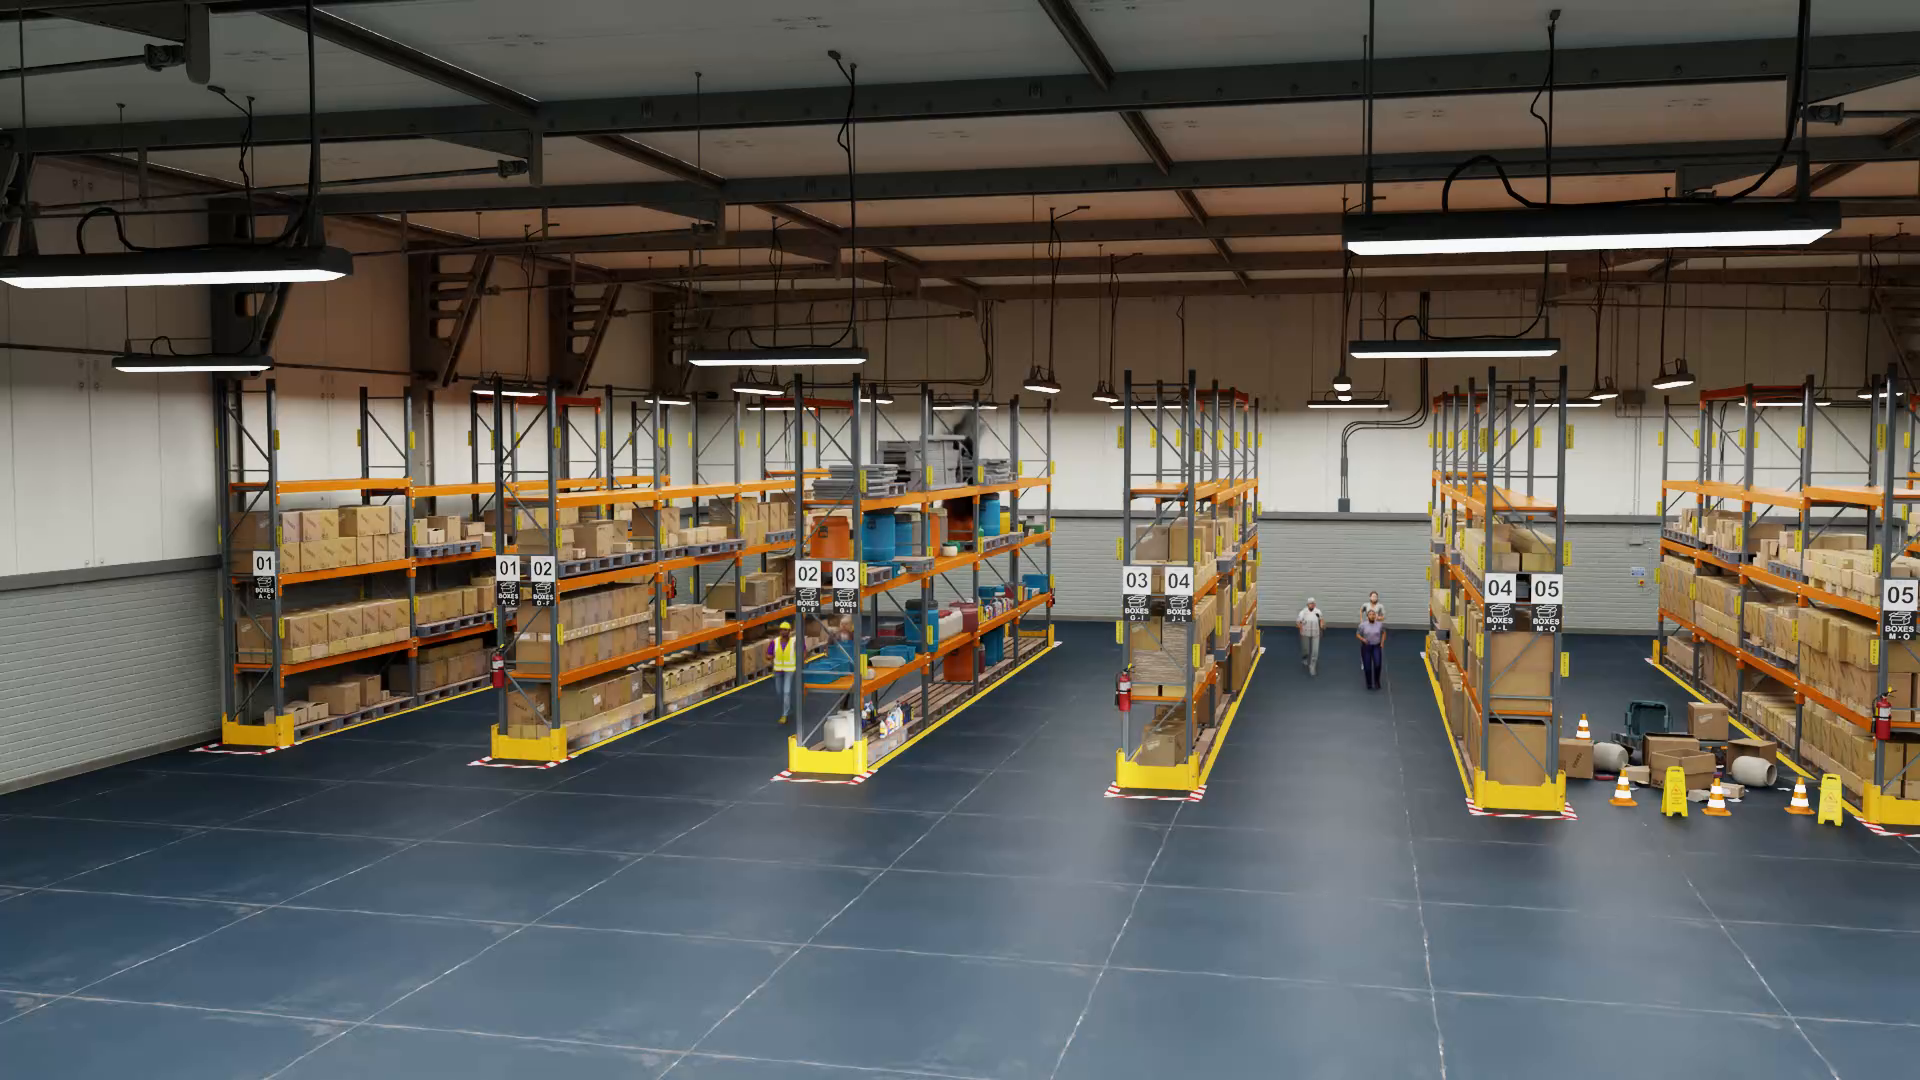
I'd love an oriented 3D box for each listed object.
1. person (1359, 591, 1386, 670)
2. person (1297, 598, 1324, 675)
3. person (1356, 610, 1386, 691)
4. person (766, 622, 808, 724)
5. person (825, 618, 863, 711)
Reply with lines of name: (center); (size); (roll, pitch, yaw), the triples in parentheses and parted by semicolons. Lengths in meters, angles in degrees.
person: (9.076, 1.983, 36.571); (0.568, 1.728, 0.745); (1, 3, 11)
person: (7.548, 2.051, 35.818); (0.597, 1.638, 0.725); (0, 3, 4)
person: (8.206, 2.204, 33.183); (0.600, 1.630, 0.621); (1, 3, 12)
person: (-3.102, 2.325, 29.492); (0.703, 1.746, 0.987); (1, 3, 11)
person: (-2.096, 2.284, 30.154); (0.726, 1.743, 0.865); (0, 3, 3)
